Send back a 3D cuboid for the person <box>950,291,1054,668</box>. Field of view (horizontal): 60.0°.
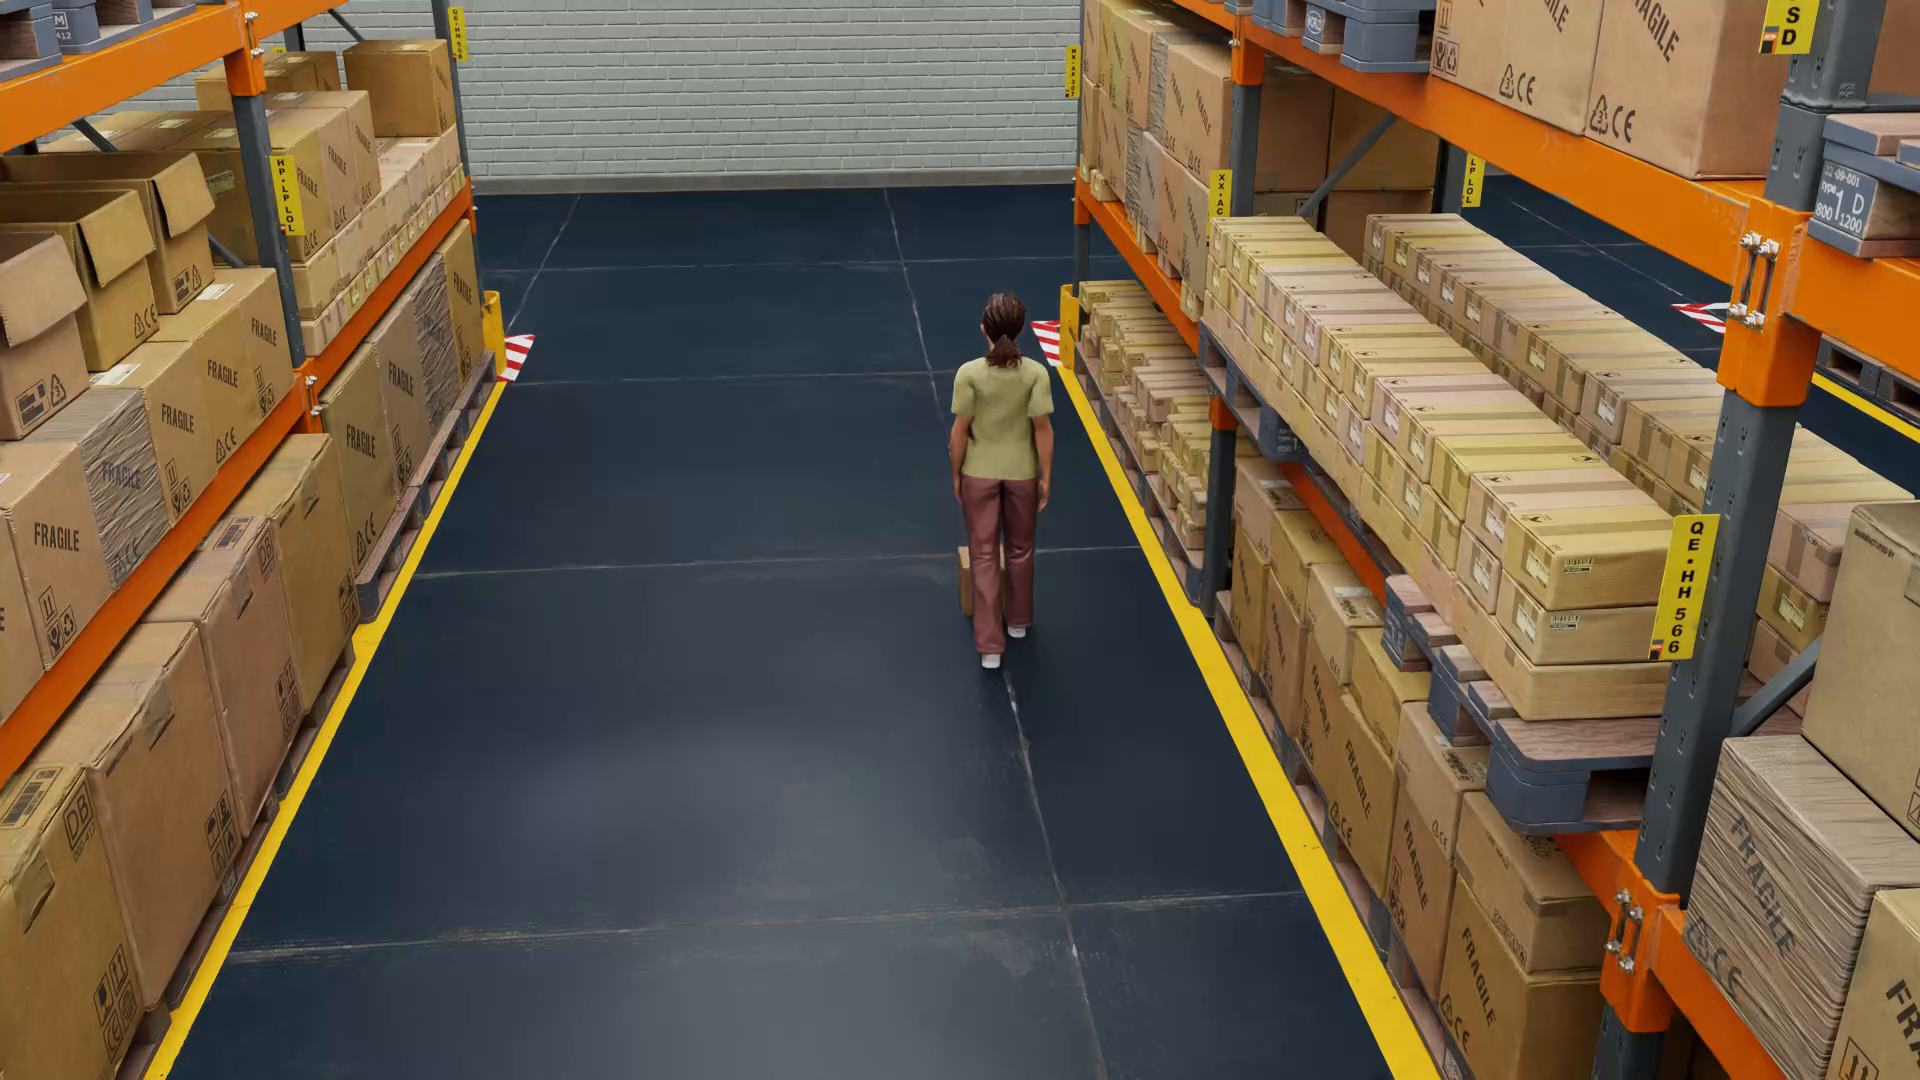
[{"bbox_3d":[0.164,-0.299,7.294,0.438,1.665,0.616,-2,24,-5],"label":"person"}]
